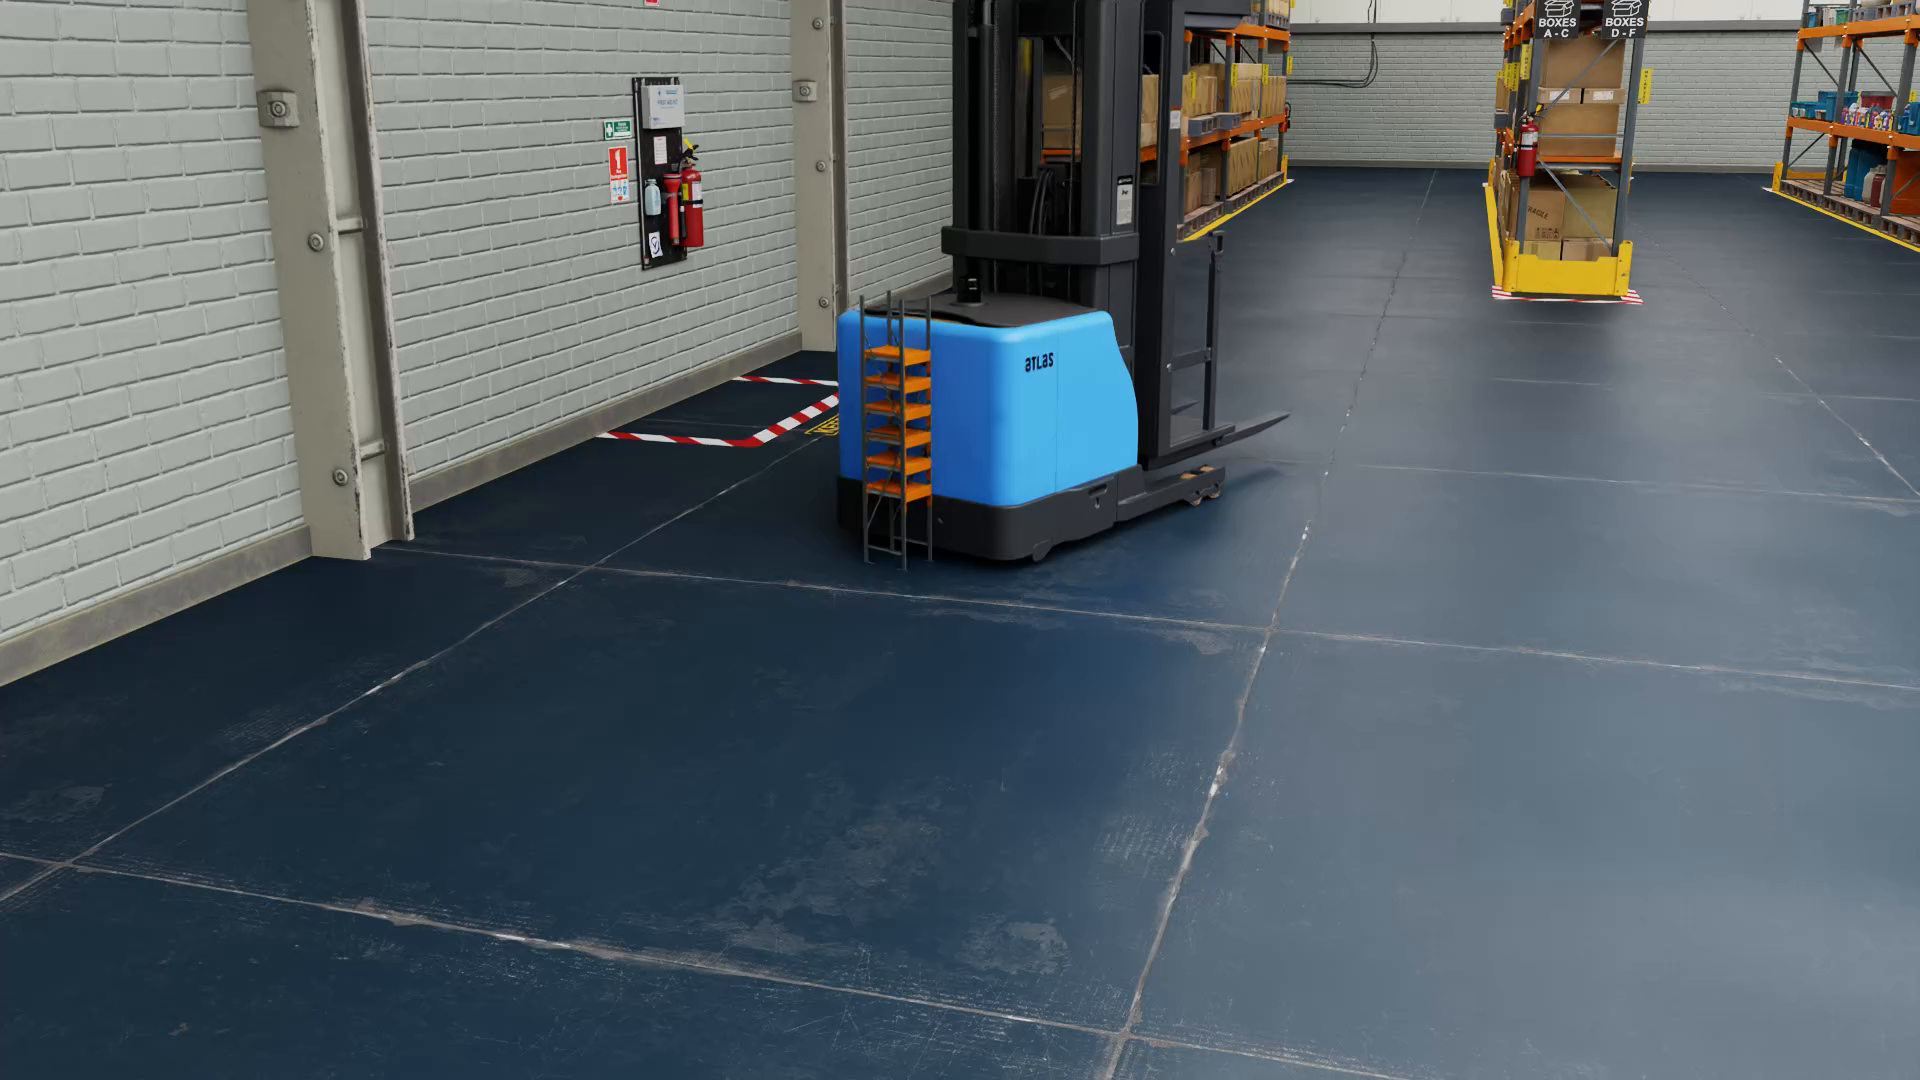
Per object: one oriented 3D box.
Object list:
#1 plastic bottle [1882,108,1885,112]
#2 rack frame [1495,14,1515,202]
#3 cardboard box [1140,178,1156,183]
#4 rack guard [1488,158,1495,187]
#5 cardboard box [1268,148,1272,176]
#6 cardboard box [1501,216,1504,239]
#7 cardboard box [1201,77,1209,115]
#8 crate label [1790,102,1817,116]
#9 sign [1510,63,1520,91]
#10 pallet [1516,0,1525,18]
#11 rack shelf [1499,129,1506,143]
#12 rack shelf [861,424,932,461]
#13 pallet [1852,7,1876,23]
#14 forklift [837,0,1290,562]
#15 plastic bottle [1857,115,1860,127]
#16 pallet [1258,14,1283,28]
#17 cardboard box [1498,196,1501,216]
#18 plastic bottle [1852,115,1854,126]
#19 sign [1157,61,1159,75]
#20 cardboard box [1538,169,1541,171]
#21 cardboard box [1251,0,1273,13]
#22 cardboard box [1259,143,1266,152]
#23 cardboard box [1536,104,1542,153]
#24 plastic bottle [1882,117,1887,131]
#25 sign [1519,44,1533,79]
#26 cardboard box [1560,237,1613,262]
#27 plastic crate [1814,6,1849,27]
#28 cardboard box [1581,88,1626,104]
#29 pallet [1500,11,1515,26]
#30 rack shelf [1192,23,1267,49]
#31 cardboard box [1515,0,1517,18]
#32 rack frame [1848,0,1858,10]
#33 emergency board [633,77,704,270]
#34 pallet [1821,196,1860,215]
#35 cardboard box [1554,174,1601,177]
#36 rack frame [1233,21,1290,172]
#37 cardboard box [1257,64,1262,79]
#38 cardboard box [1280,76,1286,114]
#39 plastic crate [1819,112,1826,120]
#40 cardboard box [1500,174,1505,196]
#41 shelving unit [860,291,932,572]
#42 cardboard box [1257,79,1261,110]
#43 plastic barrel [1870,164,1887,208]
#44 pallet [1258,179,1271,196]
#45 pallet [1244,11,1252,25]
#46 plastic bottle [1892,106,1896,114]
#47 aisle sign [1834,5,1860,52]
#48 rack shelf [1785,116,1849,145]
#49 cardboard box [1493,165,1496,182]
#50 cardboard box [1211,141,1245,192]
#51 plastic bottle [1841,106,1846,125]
[{"bbox_3d":[13.253,-6.048,23.869,0.061,0.283,0.133,5,16,16],"label":"plastic bottle"},{"bbox_3d":[9.420,-7.061,27.225,1.000,3.000,0.127,5,16,16],"label":"rack frame"},{"bbox_3d":[2.589,-4.554,22.162,0.700,0.500,0.500,5,17,18],"label":"cardboard box"},{"bbox_3d":[10.535,-6.885,31.186,1.175,0.500,0.348,5,16,16],"label":"rack guard"},{"bbox_3d":[5.418,-7.036,30.951,0.700,0.500,0.500,4,16,14],"label":"cardboard box"},{"bbox_3d":[6.577,-3.619,19.359,0.500,0.250,0.500,5,16,16],"label":"cardboard box"},{"bbox_3d":[3.076,-6.206,23.221,0.700,0.500,0.500,5,16,16],"label":"cardboard box"},{"bbox_3d":[14.919,-7.631,29.434,0.416,0.233,0.303,5,16,16],"label":"crate label"},{"bbox_3d":[6.623,-5.526,19.838,0.100,0.325,0.005,5,16,16],"label":"sign"},{"bbox_3d":[8.176,-7.182,22.502,1.213,0.211,1.003,5,17,18],"label":"pallet"},{"bbox_3d":[8.851,-6.191,25.479,1.077,0.370,4.000,5,16,16],"label":"rack shelf"},{"bbox_3d":[-0.279,-0.432,7.317,0.258,0.103,0.180,12,20,36],"label":"rack shelf"},{"bbox_3d":[14.039,-7.815,24.734,1.213,0.211,1.003,5,16,16],"label":"pallet"},{"bbox_3d":[0.719,-1.654,8.290,1.130,2.935,3.031,12,20,36],"label":"forklift"},{"bbox_3d":[13.349,-6.218,24.618,0.097,0.201,0.097,0,16,0],"label":"plastic bottle"},{"bbox_3d":[5.260,-9.376,30.052,1.003,0.211,1.213,5,16,16],"label":"pallet"},{"bbox_3d":[7.569,-4.511,22.506,0.500,0.250,0.500,4,16,14],"label":"cardboard box"},{"bbox_3d":[13.452,-6.314,24.955,0.097,0.201,0.097,0,16,0],"label":"plastic bottle"},{"bbox_3d":[2.999,-6.996,24.877,0.100,0.325,0.005,5,16,16],"label":"sign"},{"bbox_3d":[8.830,-5.258,24.643,0.500,0.500,0.500,4,16,14],"label":"cardboard box"},{"bbox_3d":[5.118,-9.225,28.682,0.500,0.250,0.500,5,16,16],"label":"cardboard box"},{"bbox_3d":[5.252,-7.018,29.699,0.380,0.149,0.250,5,17,18],"label":"cardboard box"},{"bbox_3d":[6.299,-4.228,17.056,0.700,0.500,0.500,5,17,17],"label":"cardboard box"},{"bbox_3d":[12.881,-5.787,23.099,0.097,0.201,0.097,0,16,0],"label":"plastic bottle"},{"bbox_3d":[5.493,-4.638,16.128,0.100,0.325,0.005,5,16,16],"label":"sign"},{"bbox_3d":[6.375,-2.923,16.908,0.500,0.250,0.500,5,16,16],"label":"cardboard box"},{"bbox_3d":[14.607,-8.757,27.822,0.504,0.338,0.767,5,16,16],"label":"plastic crate"},{"bbox_3d":[6.328,-4.367,16.358,0.380,0.149,0.250,5,16,15],"label":"cardboard box"},{"bbox_3d":[9.167,-8.248,26.259,1.213,0.211,1.003,5,16,16],"label":"pallet"},{"bbox_3d":[4.101,-8.018,26.420,1.077,0.370,4.000,5,16,16],"label":"rack shelf"},{"bbox_3d":[8.667,-7.892,24.474,0.910,0.500,0.500,5,16,16],"label":"cardboard box"},{"bbox_3d":[14.168,-9.562,25.049,1.000,3.000,0.127,5,16,16],"label":"rack frame"},{"bbox_3d":[-1.815,-2.341,10.586,0.194,1.169,0.643,5,16,16],"label":"emergency board"},{"bbox_3d":[13.909,-5.135,25.548,1.003,0.211,1.213,5,16,16],"label":"pallet"},{"bbox_3d":[7.071,-3.939,19.116,0.500,0.500,0.500,5,16,16],"label":"cardboard box"},{"bbox_3d":[5.806,-8.490,32.266,1.000,3.000,0.127,5,16,16],"label":"rack frame"},{"bbox_3d":[4.782,-7.863,27.916,0.500,0.250,0.500,5,17,17],"label":"cardboard box"},{"bbox_3d":[5.671,-8.500,31.752,0.980,0.700,0.700,5,17,18],"label":"cardboard box"},{"bbox_3d":[14.228,-6.886,27.003,0.437,0.125,0.590,5,16,16],"label":"plastic crate"},{"bbox_3d":[7.564,-4.778,22.418,0.500,0.311,0.500,4,16,14],"label":"cardboard box"},{"bbox_3d":[-0.279,-0.475,7.304,0.258,1.200,0.189,12,20,36],"label":"shelving unit"},{"bbox_3d":[4.780,-7.504,28.025,0.500,0.500,0.500,4,16,15],"label":"cardboard box"},{"bbox_3d":[13.475,-5.096,23.947,0.600,0.588,0.708,5,16,16],"label":"plastic barrel"},{"bbox_3d":[4.960,-6.295,29.637,1.003,0.211,1.213,5,16,16],"label":"pallet"},{"bbox_3d":[3.980,-8.215,26.144,1.003,0.211,1.213,5,17,18],"label":"pallet"},{"bbox_3d":[14.082,-6.397,24.976,0.144,0.351,0.185,5,16,16],"label":"plastic bottle"},{"bbox_3d":[15.606,-8.969,29.189,0.394,0.787,0.004,5,16,16],"label":"aisle sign"},{"bbox_3d":[14.736,-6.853,27.811,1.077,0.370,4.000,5,16,16],"label":"rack shelf"},{"bbox_3d":[9.523,-6.346,28.827,0.500,0.311,0.500,5,16,16],"label":"cardboard box"},{"bbox_3d":[4.122,-5.976,26.571,0.750,0.750,0.750,5,16,16],"label":"cardboard box"},{"bbox_3d":[13.655,-6.557,25.662,0.061,0.283,0.133,5,16,16],"label":"plastic bottle"}]
